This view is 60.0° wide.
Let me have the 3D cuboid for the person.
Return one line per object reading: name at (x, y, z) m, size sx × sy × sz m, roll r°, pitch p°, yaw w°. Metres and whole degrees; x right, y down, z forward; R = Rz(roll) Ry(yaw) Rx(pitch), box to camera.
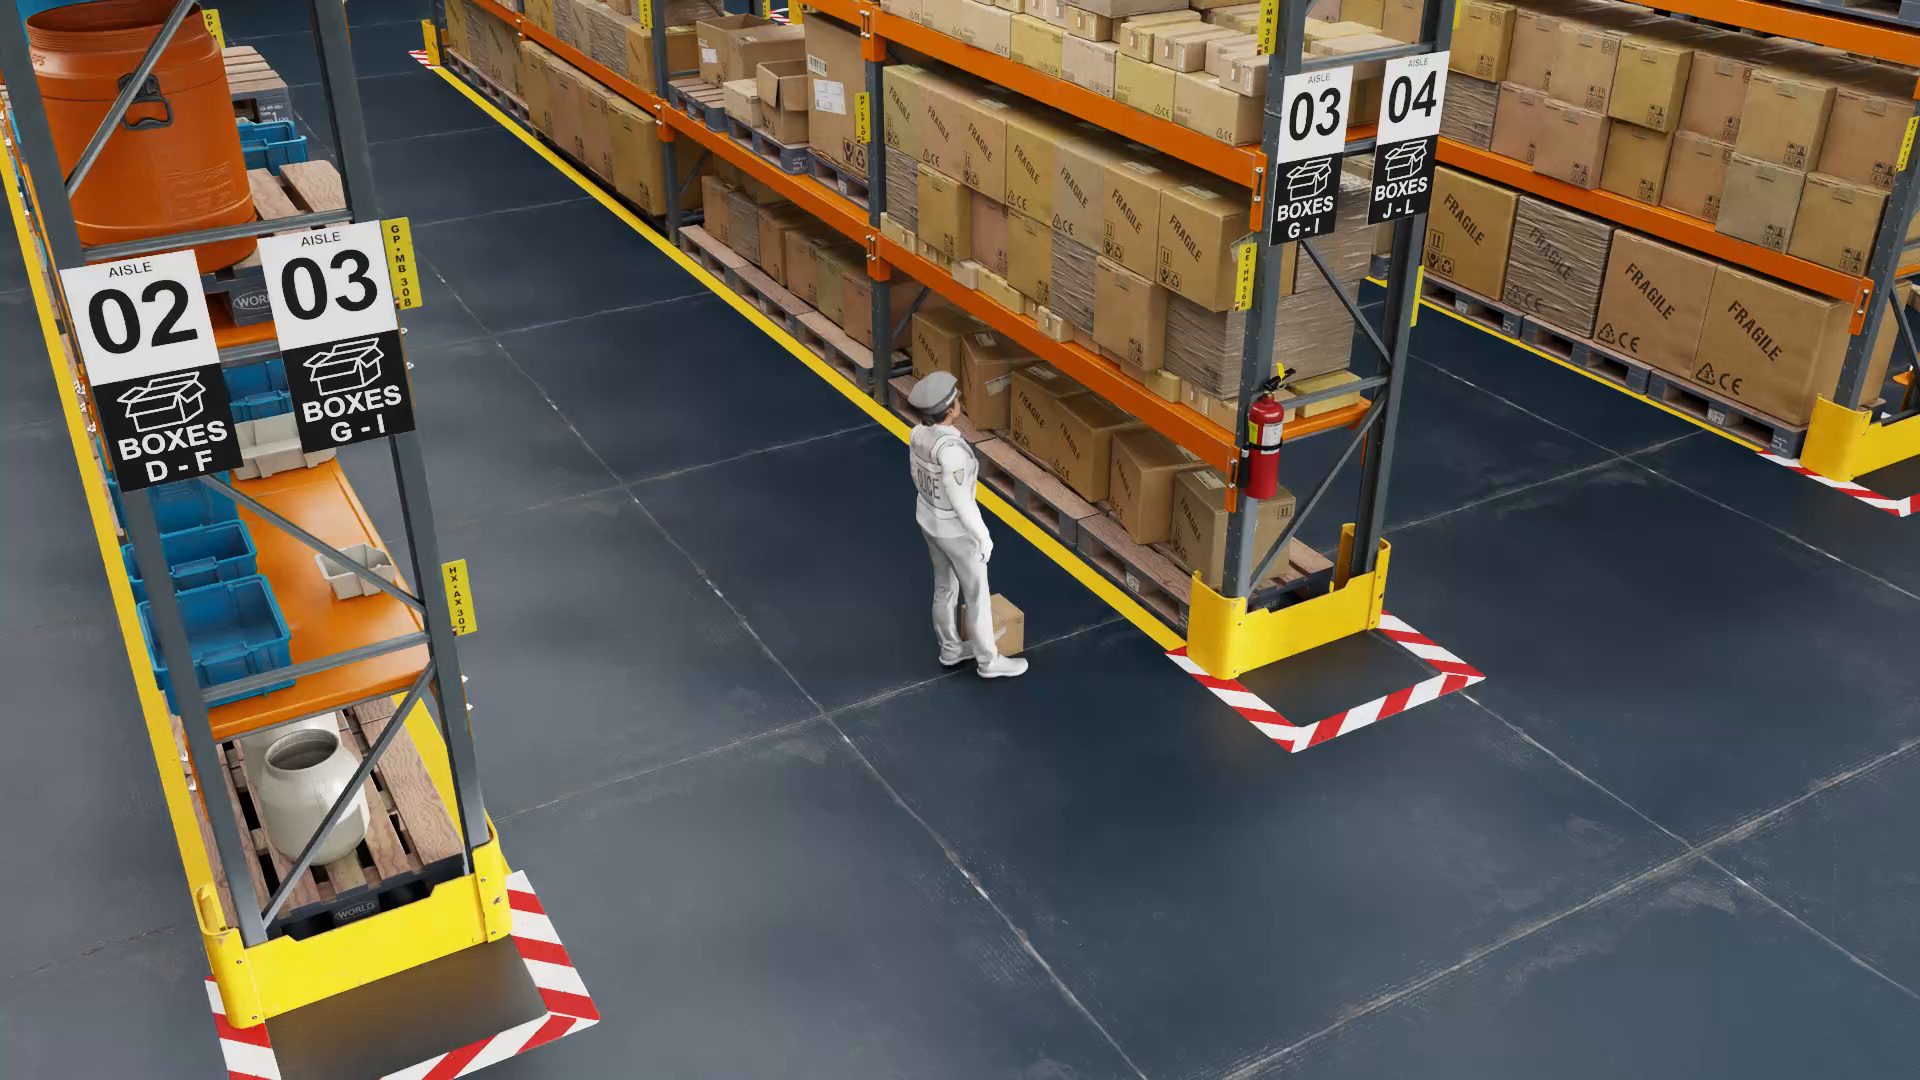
person at (0.014, -0.089, 8.662) m, size 0.531 × 1.695 × 0.587 m, roll -16°, pitch 33°, yaw -26°
